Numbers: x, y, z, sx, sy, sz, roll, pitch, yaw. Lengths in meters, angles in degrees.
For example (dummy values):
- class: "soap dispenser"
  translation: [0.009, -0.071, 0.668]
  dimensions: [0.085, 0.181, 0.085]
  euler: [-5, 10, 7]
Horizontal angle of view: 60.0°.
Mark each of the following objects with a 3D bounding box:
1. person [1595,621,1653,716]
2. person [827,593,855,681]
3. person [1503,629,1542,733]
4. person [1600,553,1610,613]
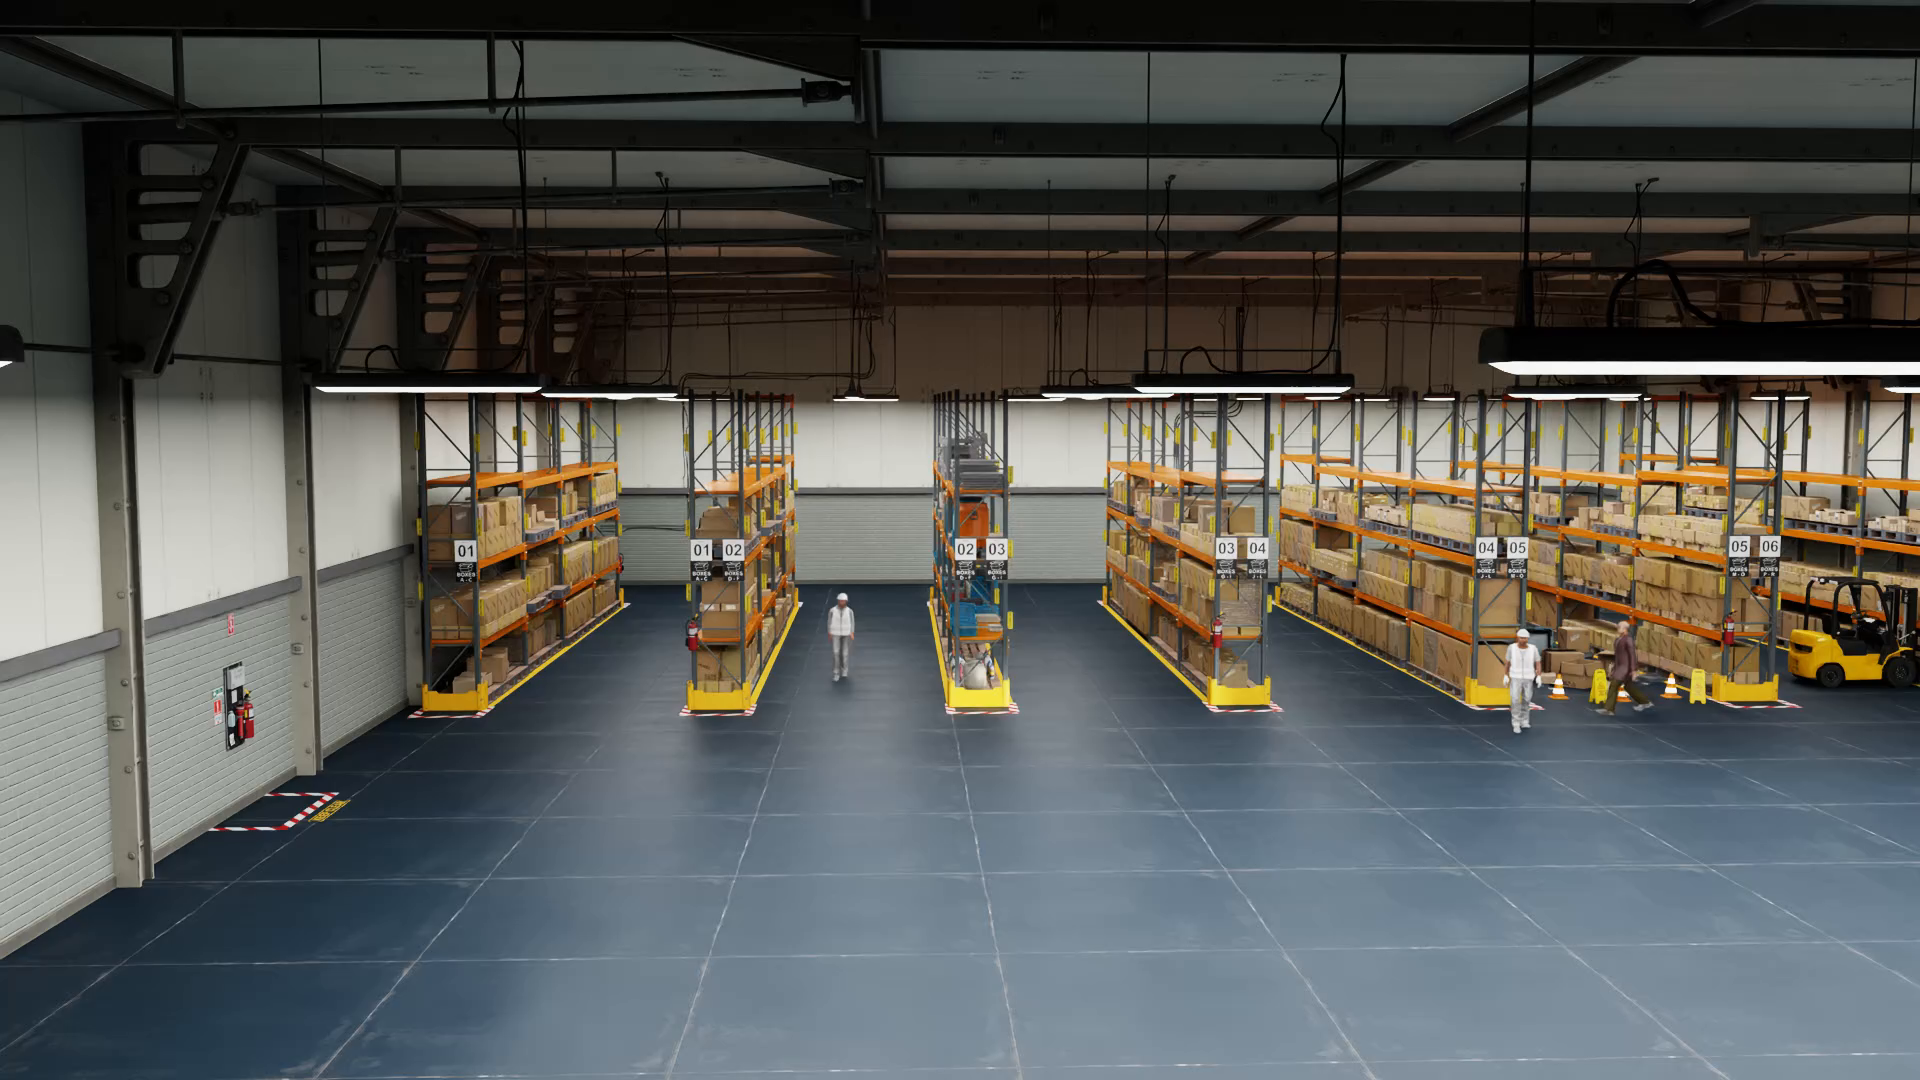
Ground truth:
- class: "person"
  translation: [12.229, 2.357, 30.577]
  dimensions: [1.144, 1.731, 0.578]
  euler: [0, 5, -1]
- class: "person"
  translation: [-2.470, 2.023, 34.745]
  dimensions: [0.564, 1.797, 0.676]
  euler: [-1, 5, -9]
- class: "person"
  translation: [9.881, 2.466, 29.220]
  dimensions: [0.628, 1.821, 0.585]
  euler: [1, 5, 15]
- class: "person"
  translation: [17.654, 1.156, 45.673]
  dimensions: [0.477, 1.673, 0.441]
  euler: [-4, 6, -42]
